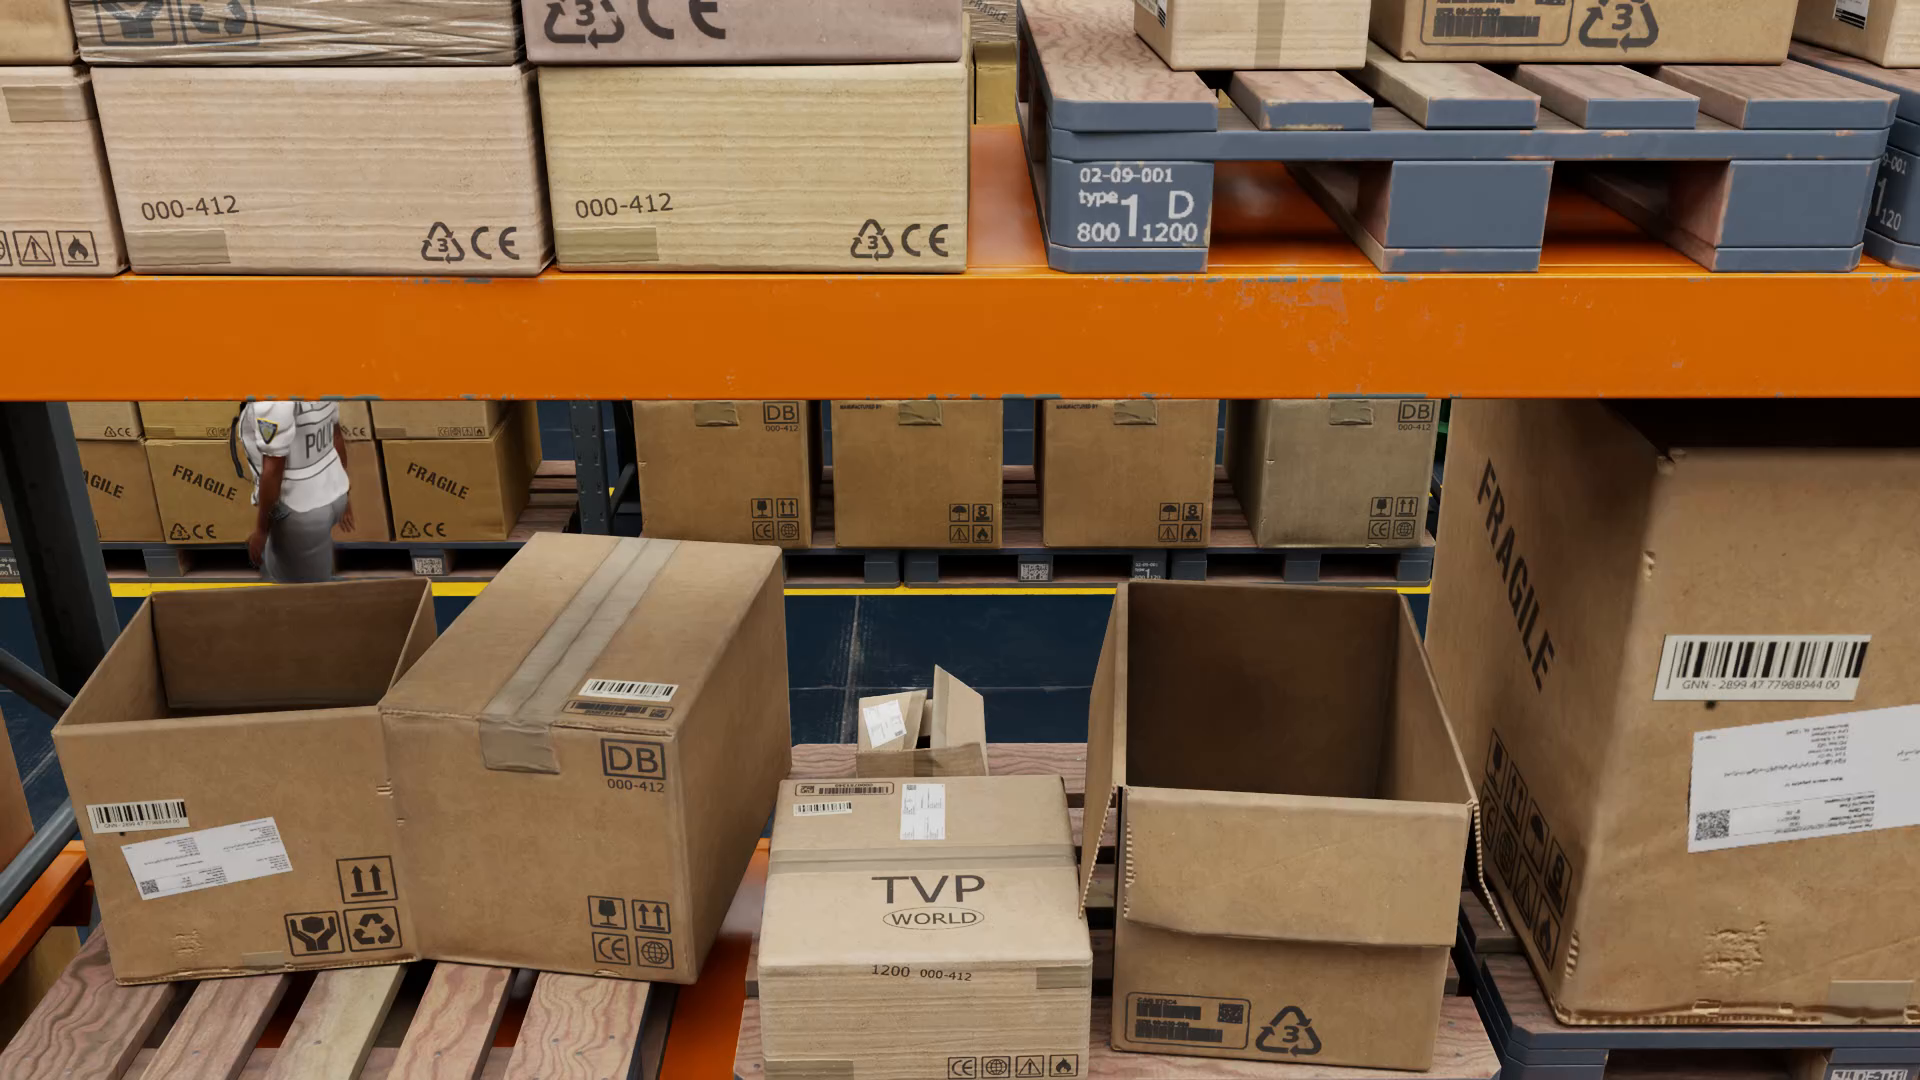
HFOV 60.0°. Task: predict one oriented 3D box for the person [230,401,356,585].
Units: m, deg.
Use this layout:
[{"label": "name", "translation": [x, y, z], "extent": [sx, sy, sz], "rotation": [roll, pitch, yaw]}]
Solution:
[{"label": "person", "translation": [-2.540, -0.122, 6.307], "extent": [0.431, 1.706, 0.454], "rotation": [1, 24, 2]}]
